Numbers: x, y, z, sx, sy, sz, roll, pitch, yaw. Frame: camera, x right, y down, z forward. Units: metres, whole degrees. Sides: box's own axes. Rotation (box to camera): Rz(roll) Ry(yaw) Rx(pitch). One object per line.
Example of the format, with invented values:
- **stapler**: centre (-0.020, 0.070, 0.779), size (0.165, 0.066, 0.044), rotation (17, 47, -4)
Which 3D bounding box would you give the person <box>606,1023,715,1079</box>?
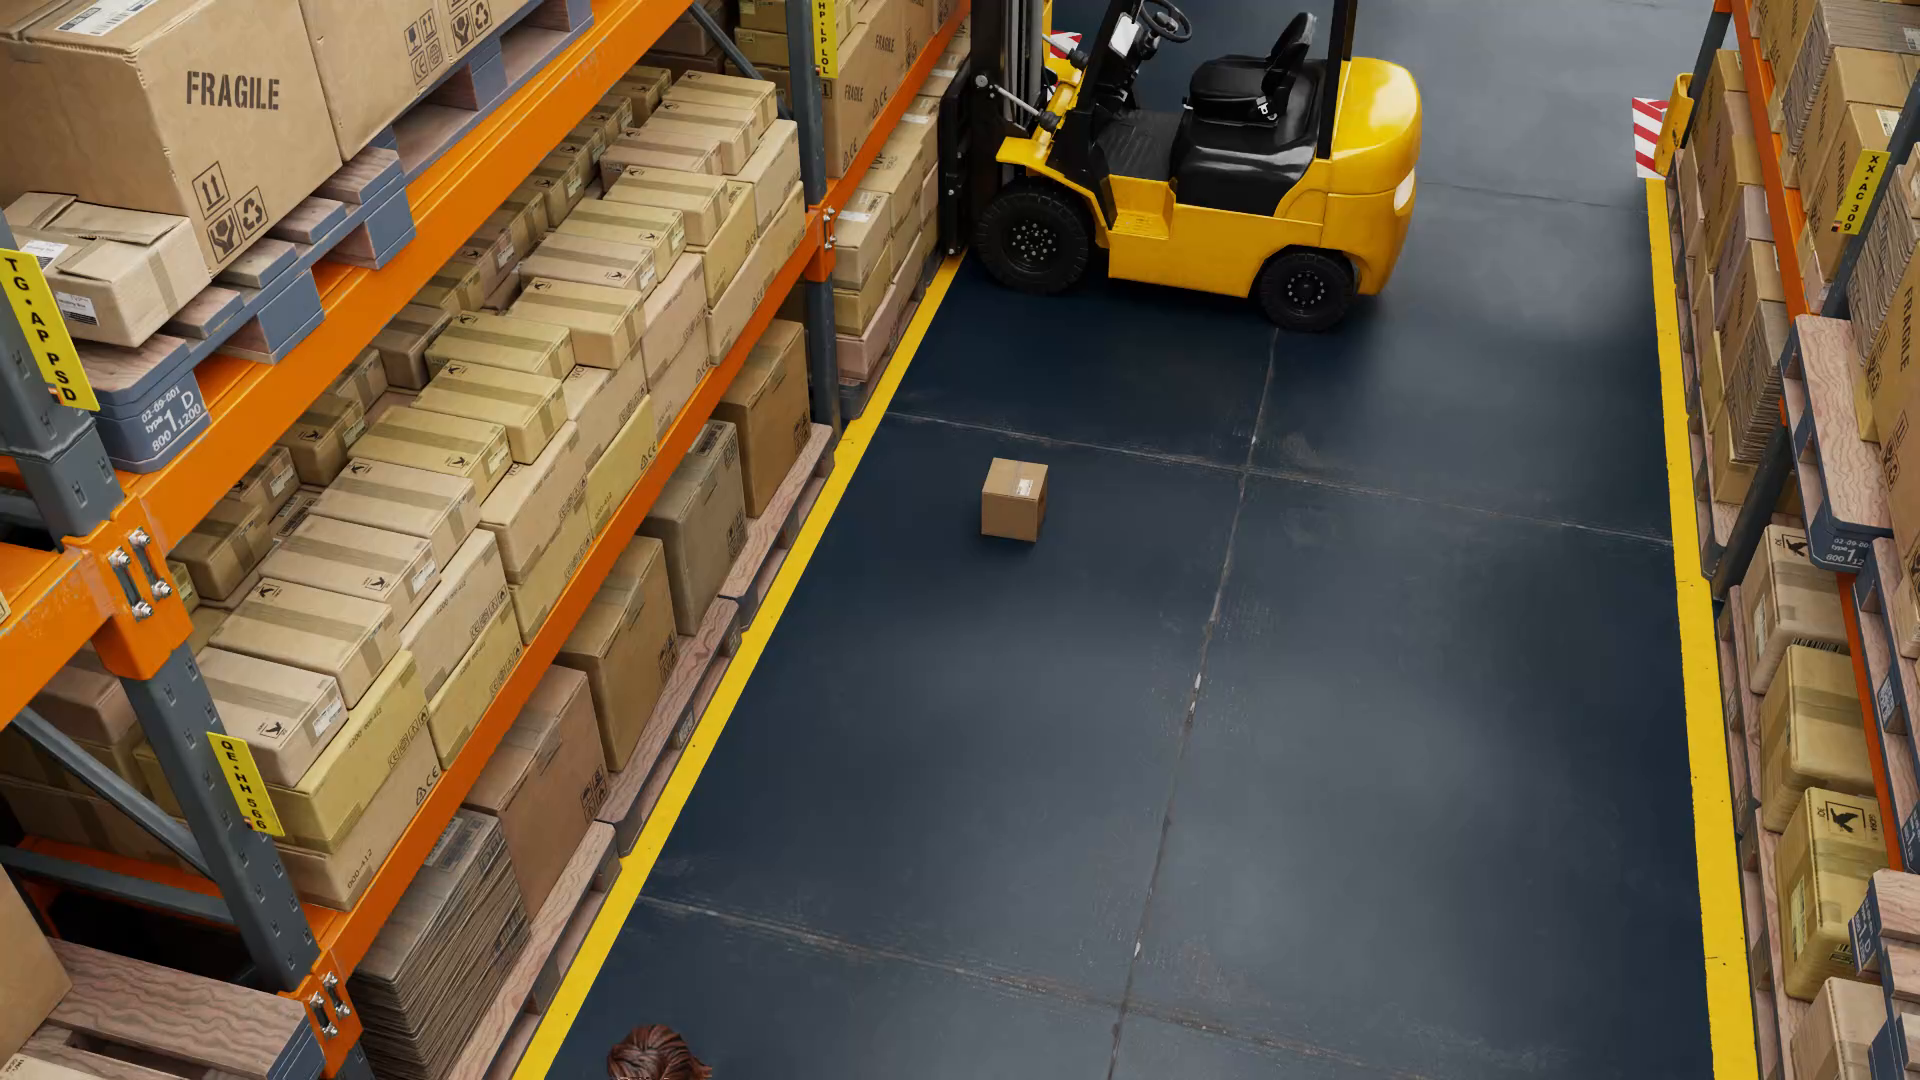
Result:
- **person**: centre (-0.675, 1.731, 4.180), size (0.440, 1.636, 0.893), rotation (8, 42, 9)
